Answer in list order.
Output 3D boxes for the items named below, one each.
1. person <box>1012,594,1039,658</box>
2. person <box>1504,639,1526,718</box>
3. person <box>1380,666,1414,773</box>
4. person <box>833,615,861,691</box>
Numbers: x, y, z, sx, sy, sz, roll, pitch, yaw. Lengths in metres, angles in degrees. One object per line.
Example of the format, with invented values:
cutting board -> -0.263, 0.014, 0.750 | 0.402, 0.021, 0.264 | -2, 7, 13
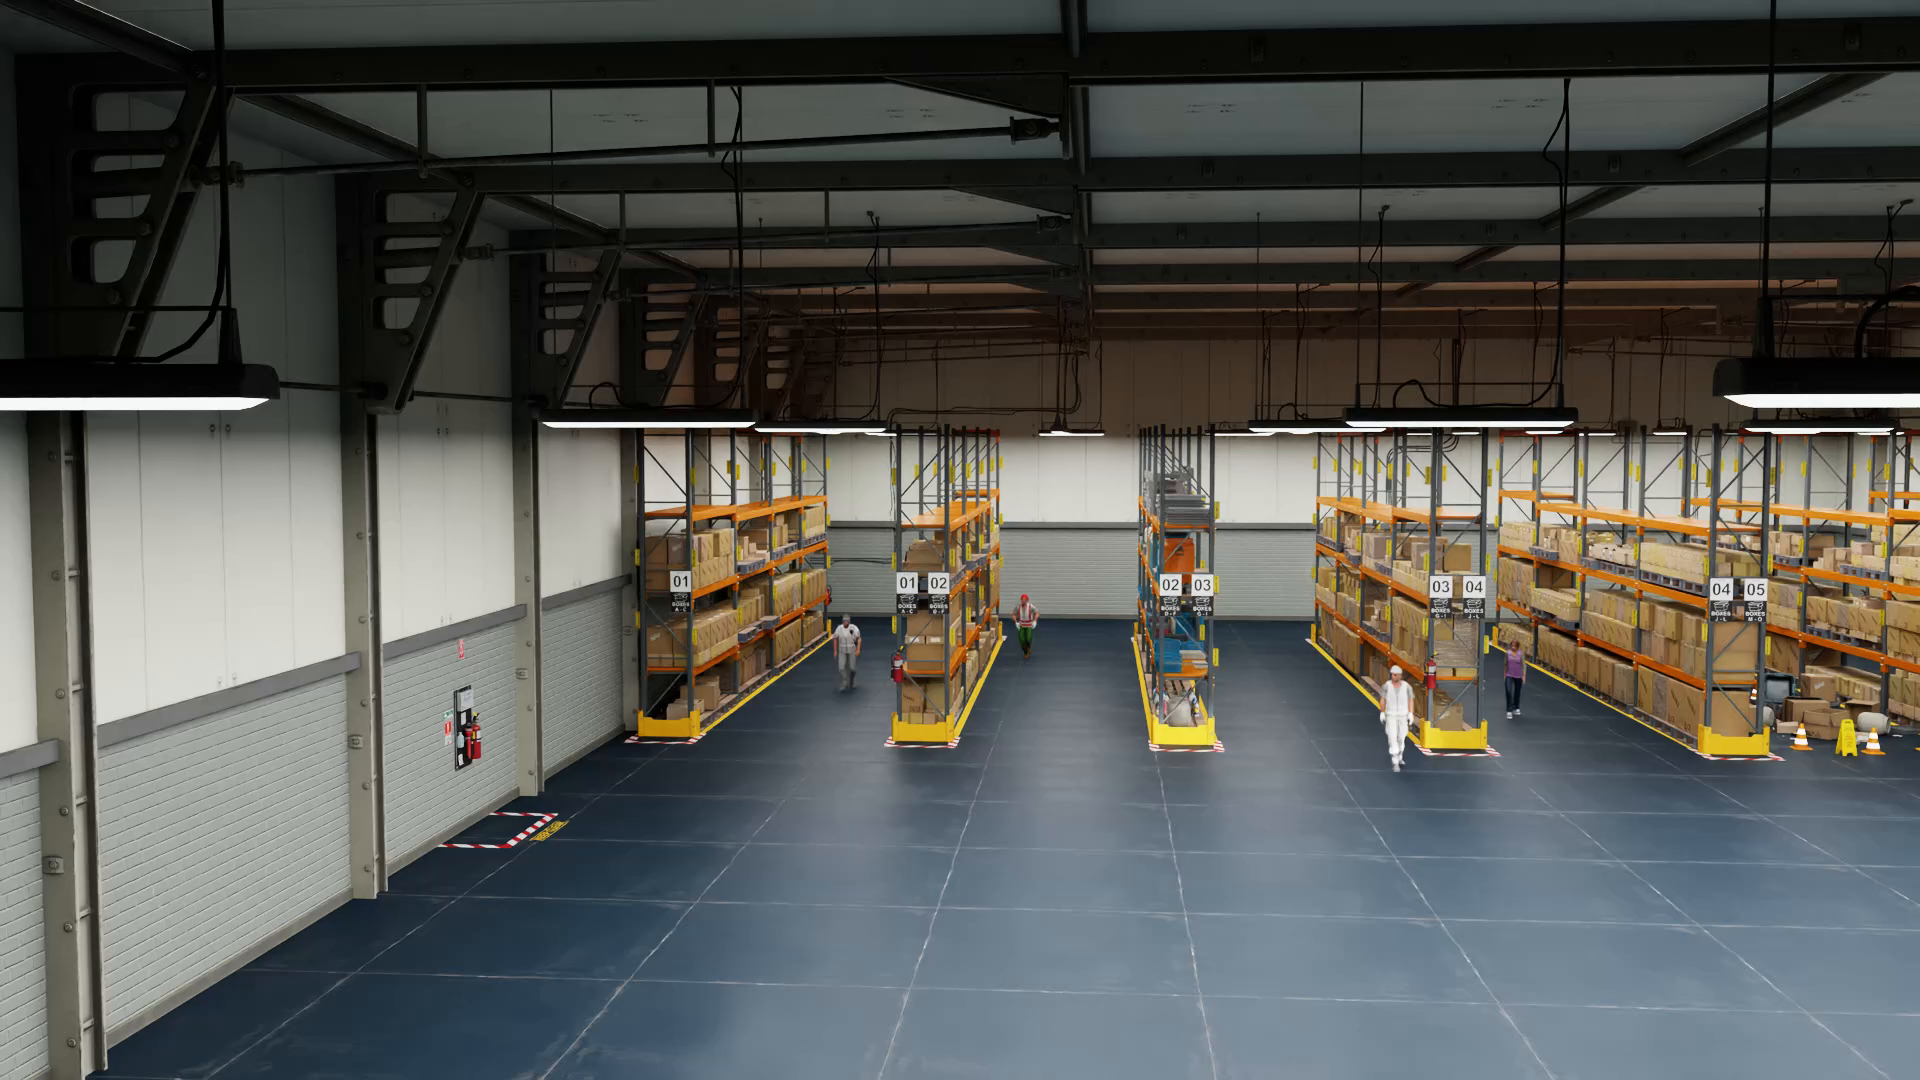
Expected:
person -> 1.713, 2.245, 43.376 | 0.691, 1.691, 0.599 | 1, 4, 10
person -> 11.441, 2.847, 34.290 | 0.461, 1.614, 0.596 | 2, 4, 24
person -> 7.589, 3.078, 28.858 | 0.553, 1.790, 0.805 | 1, 4, 9
person -> -2.579, 2.549, 38.048 | 0.636, 1.745, 0.624 | 0, 3, 4
